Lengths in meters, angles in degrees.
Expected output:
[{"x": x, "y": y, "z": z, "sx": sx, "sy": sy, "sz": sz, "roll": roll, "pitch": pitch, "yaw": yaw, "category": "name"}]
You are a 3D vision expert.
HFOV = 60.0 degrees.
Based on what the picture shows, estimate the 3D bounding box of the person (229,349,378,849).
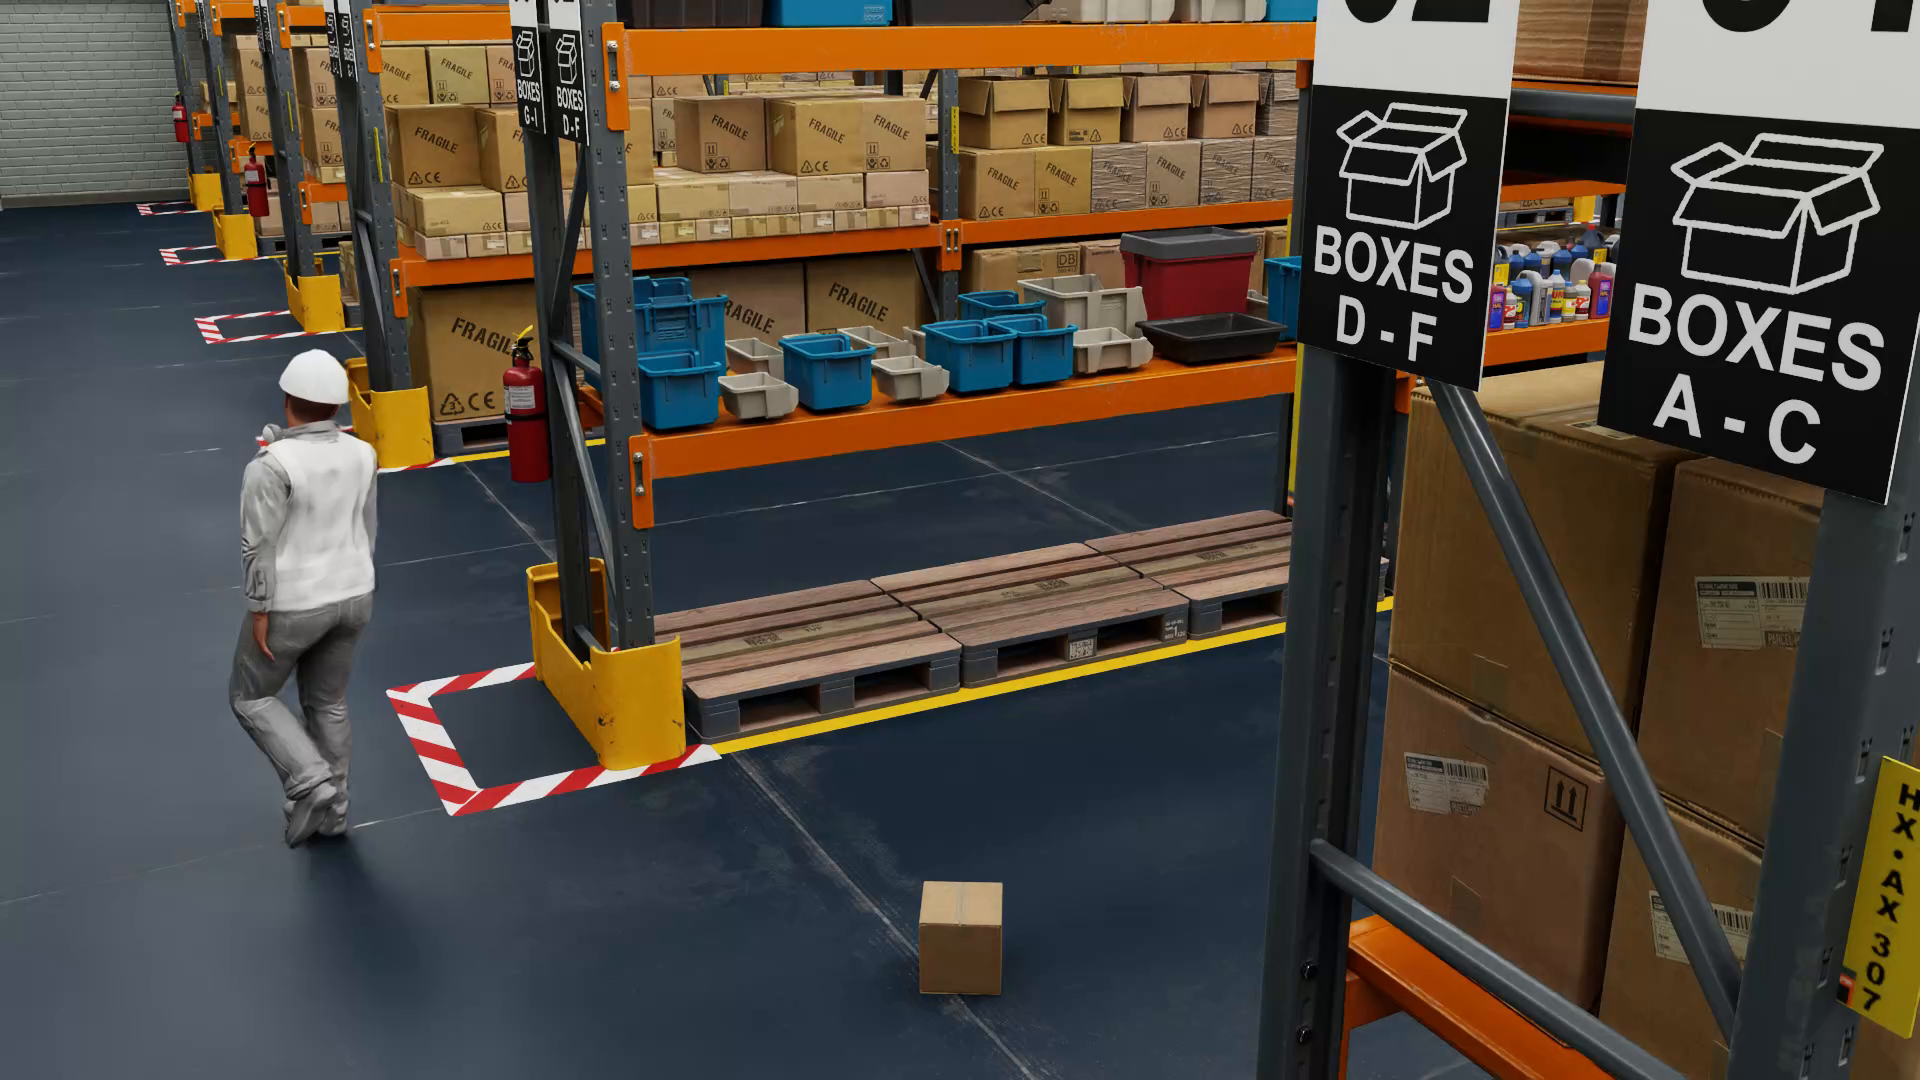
[{"x": -2.275, "y": 0.208, "z": 5.852, "sx": 0.492, "sy": 1.750, "sz": 0.572, "roll": 12, "pitch": 22, "yaw": 33, "category": "person"}]
